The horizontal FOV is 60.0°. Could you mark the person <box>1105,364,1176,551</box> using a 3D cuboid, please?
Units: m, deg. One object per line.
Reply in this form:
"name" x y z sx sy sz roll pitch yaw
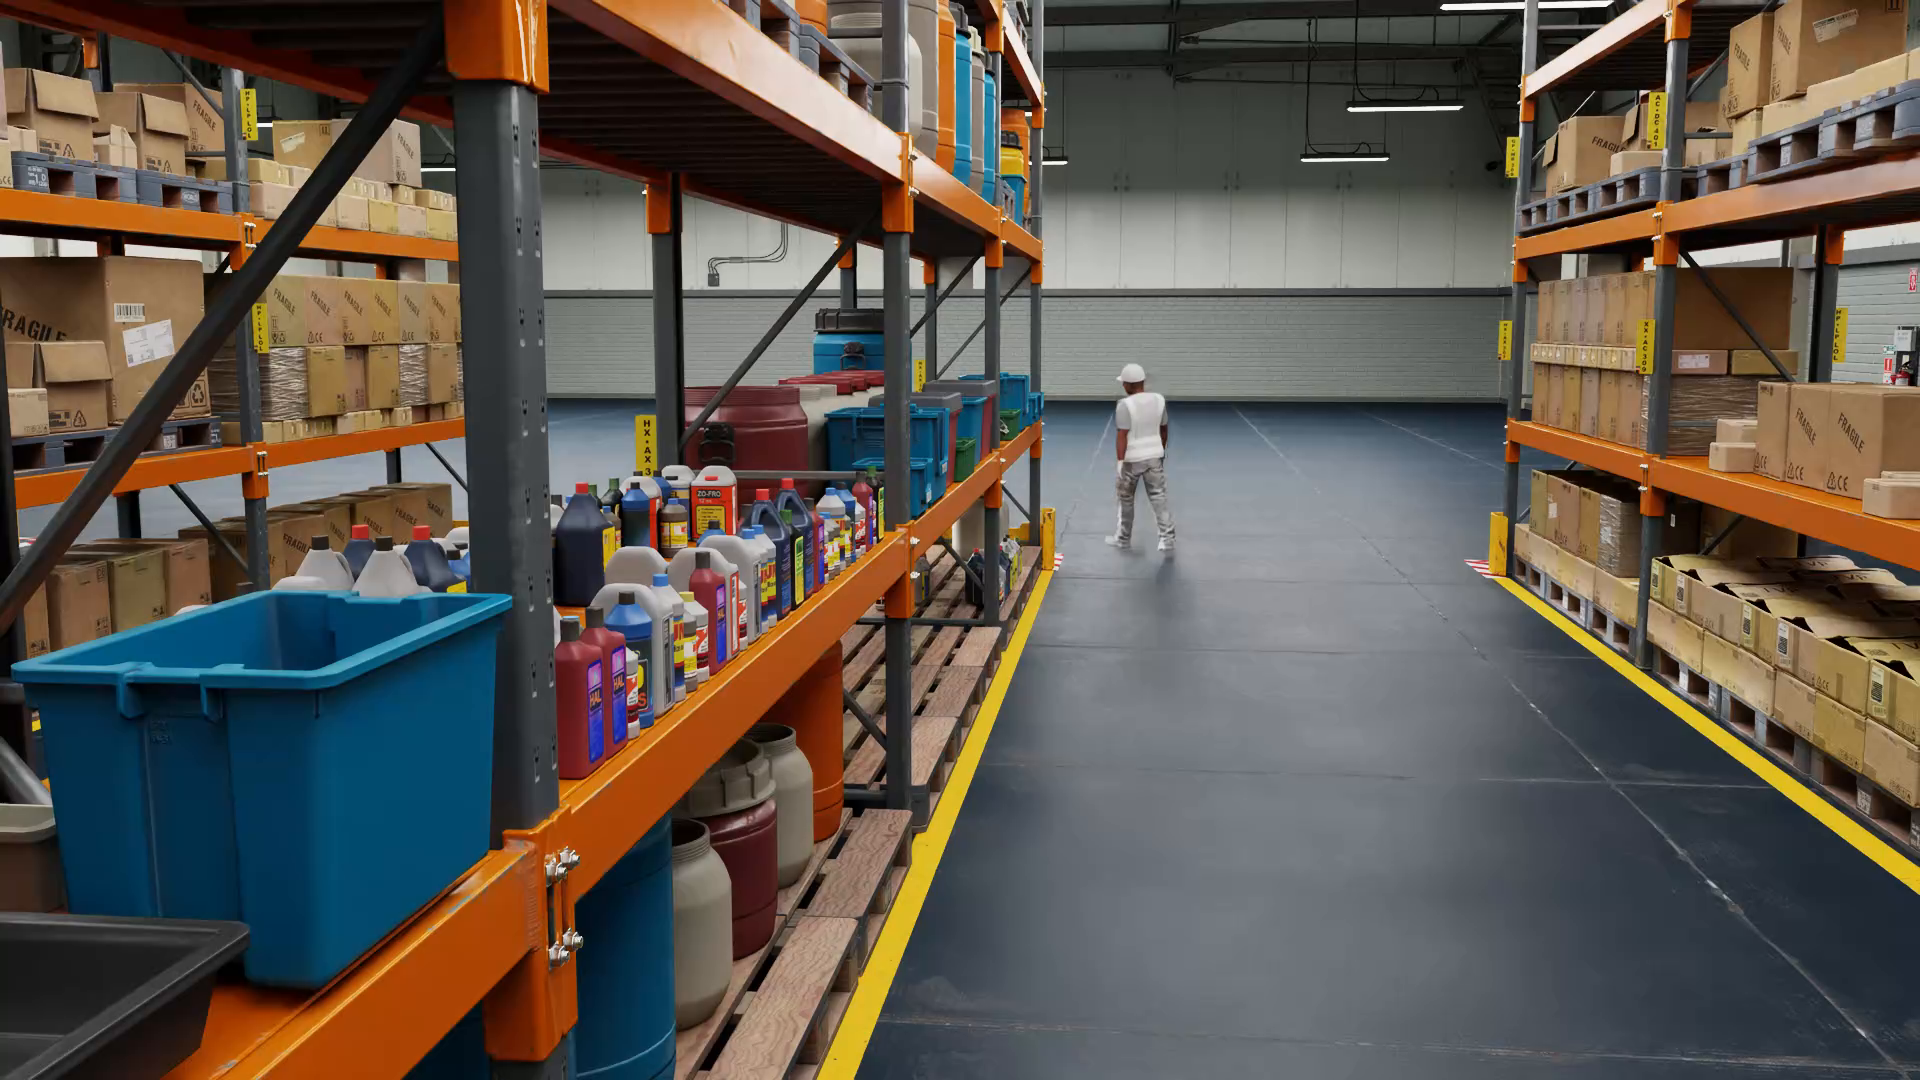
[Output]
"person" 1.651 -0.754 15.317 0.637 1.733 1.002 -3 8 -22
